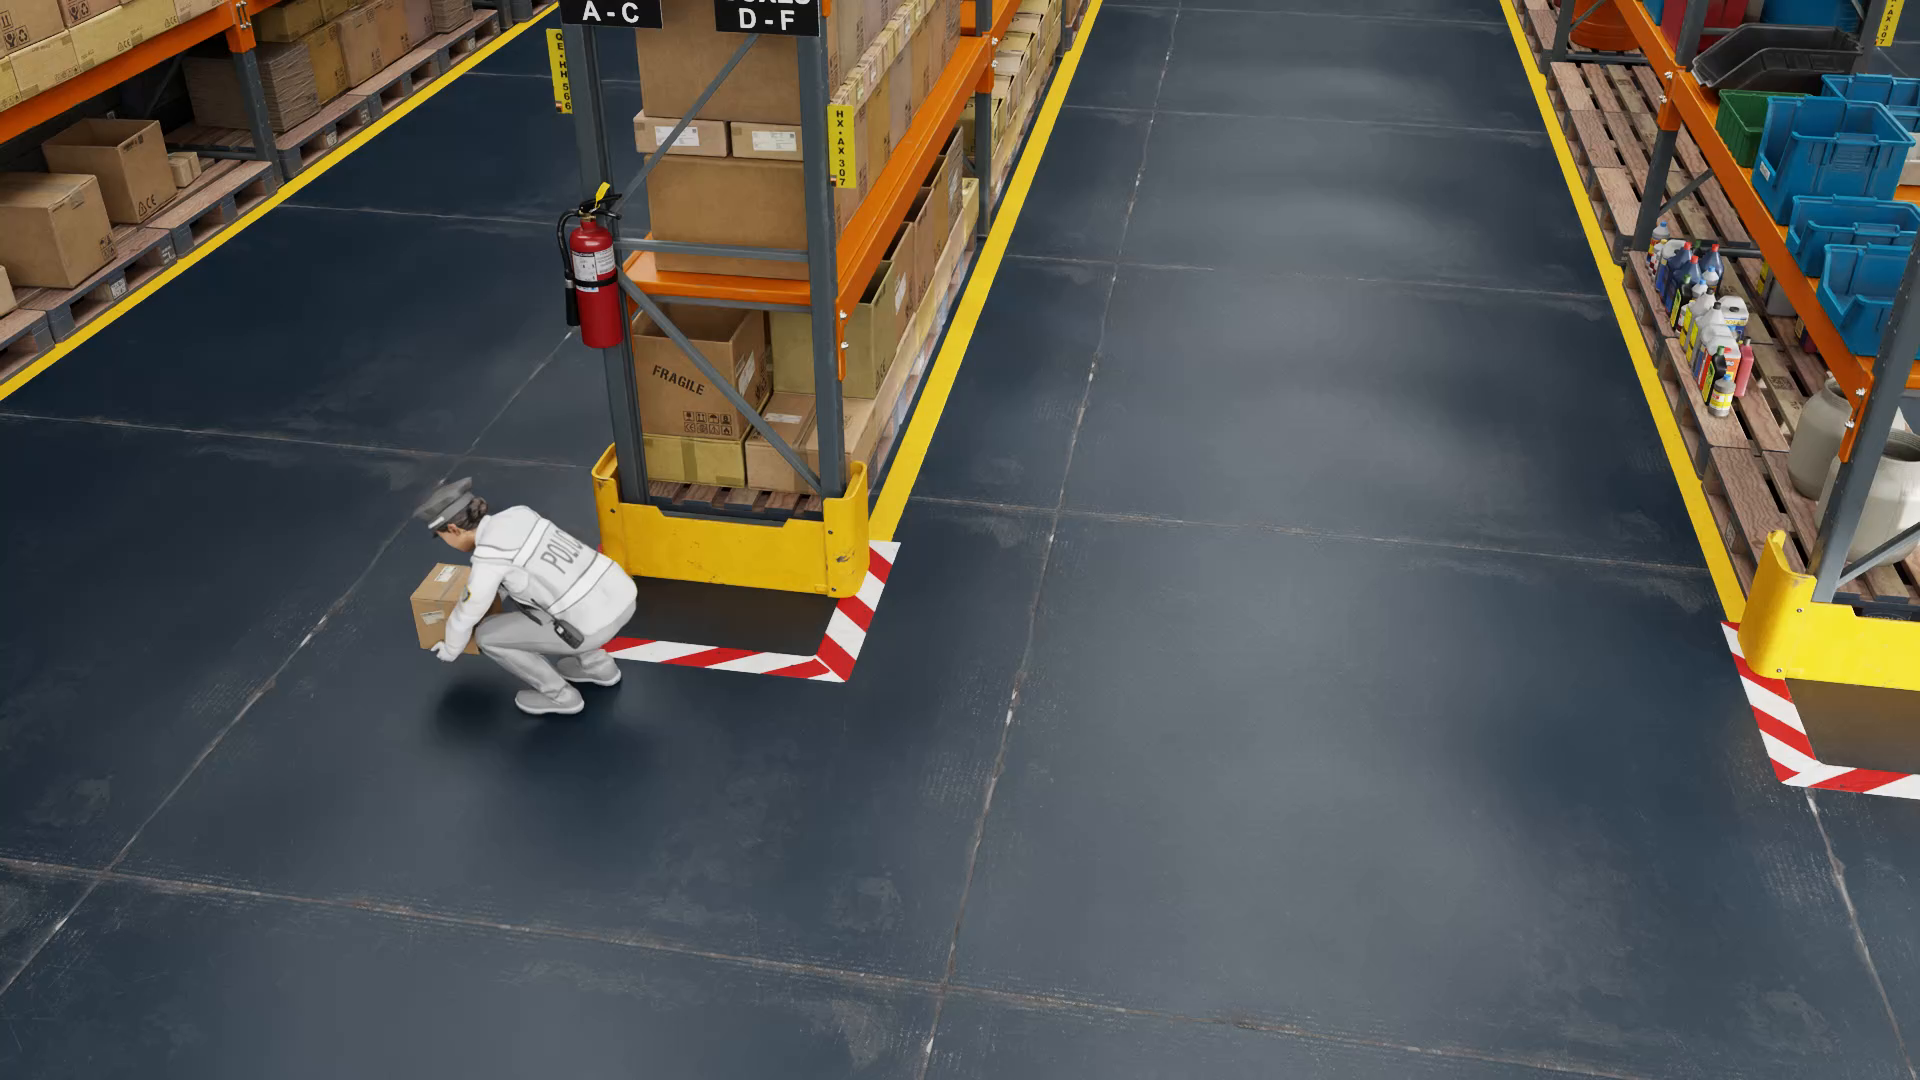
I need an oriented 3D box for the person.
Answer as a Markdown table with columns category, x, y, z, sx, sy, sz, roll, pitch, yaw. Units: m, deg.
| category | x | y | z | sx | sy | sz | roll | pitch | yaw |
| --- | --- | --- | --- | --- | --- | --- | --- | --- | --- |
| person | -1.687 | 0.212 | 6.465 | 0.834 | 0.965 | 0.503 | 9 | 34 | 14 |
